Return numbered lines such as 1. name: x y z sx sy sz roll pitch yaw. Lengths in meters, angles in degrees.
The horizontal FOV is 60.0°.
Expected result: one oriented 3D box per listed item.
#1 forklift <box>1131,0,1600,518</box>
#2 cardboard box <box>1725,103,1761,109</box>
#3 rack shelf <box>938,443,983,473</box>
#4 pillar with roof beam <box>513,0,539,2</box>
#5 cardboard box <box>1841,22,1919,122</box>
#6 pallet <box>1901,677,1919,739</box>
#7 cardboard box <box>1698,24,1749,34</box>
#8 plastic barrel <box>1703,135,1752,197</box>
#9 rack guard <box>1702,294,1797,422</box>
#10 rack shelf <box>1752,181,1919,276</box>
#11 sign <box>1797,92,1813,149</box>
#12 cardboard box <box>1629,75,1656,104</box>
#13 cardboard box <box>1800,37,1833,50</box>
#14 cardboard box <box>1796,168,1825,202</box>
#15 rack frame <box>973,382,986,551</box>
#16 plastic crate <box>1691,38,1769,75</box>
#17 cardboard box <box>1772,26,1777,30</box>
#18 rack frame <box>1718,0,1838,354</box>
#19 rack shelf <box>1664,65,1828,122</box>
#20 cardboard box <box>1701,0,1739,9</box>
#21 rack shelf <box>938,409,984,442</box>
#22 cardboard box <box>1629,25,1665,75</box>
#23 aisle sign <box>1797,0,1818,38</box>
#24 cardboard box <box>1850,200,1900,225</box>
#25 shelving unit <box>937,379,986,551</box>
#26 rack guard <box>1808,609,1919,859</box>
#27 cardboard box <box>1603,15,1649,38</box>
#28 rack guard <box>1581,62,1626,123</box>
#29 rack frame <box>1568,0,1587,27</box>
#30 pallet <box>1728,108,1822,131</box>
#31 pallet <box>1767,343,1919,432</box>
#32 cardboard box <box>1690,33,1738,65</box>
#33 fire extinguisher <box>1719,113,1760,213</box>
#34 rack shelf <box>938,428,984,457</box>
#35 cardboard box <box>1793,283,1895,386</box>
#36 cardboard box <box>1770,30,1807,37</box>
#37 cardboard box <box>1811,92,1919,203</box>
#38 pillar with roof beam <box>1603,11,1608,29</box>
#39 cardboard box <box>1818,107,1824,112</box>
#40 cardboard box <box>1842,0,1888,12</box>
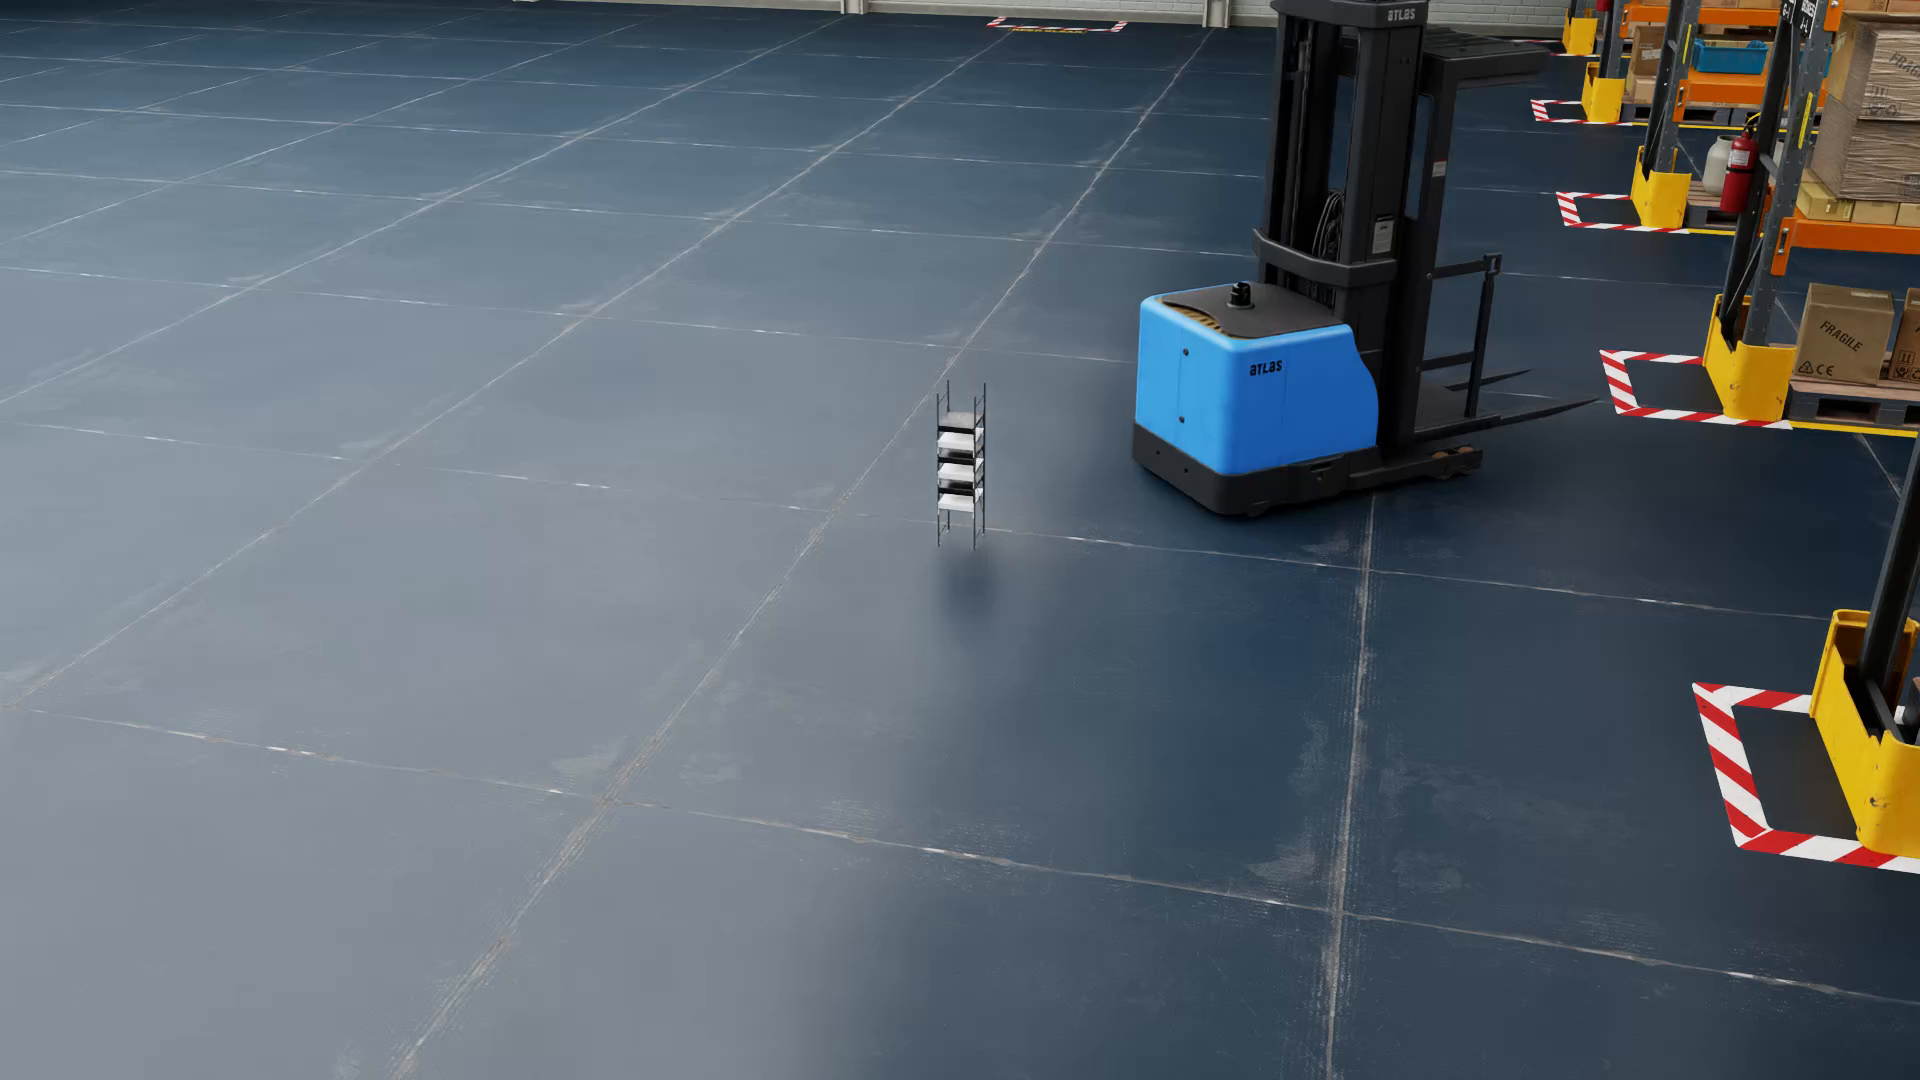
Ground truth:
1. forklift: 2.598 -1.875 9.778 3.031 2.935 1.130 -12 28 -24
2. cardboard box: 9.180 -5.204 19.402 0.500 0.250 0.500 6 26 13
3. rack shelf: 0.008 -0.457 9.030 0.200 0.077 0.258 6 26 13
4. pillar with roof beam: -8.635 -11.703 23.364 0.400 9.000 9.100 6 26 13
5. cardboard box: 5.741 -2.847 10.115 0.500 0.500 0.500 6 26 13
6. pallet: 4.736 0.978 6.951 1.213 0.211 1.003 6 26 13
7. cardboard box: 10.875 -7.373 23.643 0.500 0.500 0.700 5 26 10
8. plastic barrel: 7.166 -3.478 15.471 0.421 0.512 0.421 0 25 0
9. rack guard: 5.349 -1.252 11.297 0.348 0.500 1.175 6 26 13
10. rack shelf: 7.213 -1.849 10.482 4.000 0.370 1.077 6 26 13
11. sign: 5.141 -2.553 10.116 0.005 0.325 0.100 6 26 13
12. cardboard box: 8.211 -5.310 19.624 0.500 0.250 0.500 6 26 13
13. cardboard box: 9.663 -5.487 19.124 0.500 0.500 0.500 6 26 13
14. cardboard box: 5.603 -2.330 10.947 0.250 0.149 0.380 6 26 13
15. rack frame: 0.106 -0.395 9.032 0.006 0.900 0.240 6 26 13
16. plastic crate: 7.069 -4.454 15.289 0.616 0.251 0.499 6 26 13
17. cardboard box: 11.836 -7.311 23.513 0.500 0.500 0.500 4 26 9
18. rack frame: 5.276 -2.388 10.777 0.127 3.000 1.000 6 26 13
19. rack shelf: 8.446 -3.911 14.813 4.000 0.370 1.077 6 26 13
20. cardboard box: 8.705 -6.448 19.187 0.500 0.500 0.700 7 26 14
21. rack shelf: 0.008 -0.619 8.953 0.200 0.077 0.258 6 26 13
22. cardboard box: 8.340 -5.865 19.918 0.500 0.500 0.500 6 26 13
23. aisle sign: 5.141 -3.444 9.970 0.004 0.787 0.394 6 26 13
24. cardboard box: 5.730 -2.110 10.485 0.250 0.149 0.380 6 26 13
25. shelving unit: 0.008 -0.405 9.055 0.210 0.900 0.258 6 26 13
26. rack guard: 3.919 0.792 7.005 0.348 0.500 1.175 6 26 13
27. cardboard box: 9.624 -7.448 24.020 0.500 0.311 0.500 3 26 7
28. rack guard: 7.723 -5.386 19.981 0.348 0.500 1.175 6 26 13
29. rack frame: 8.977 -8.575 23.771 0.127 3.000 1.000 6 26 13
30. pallet: 9.676 -5.057 19.627 1.213 0.211 1.003 6 26 13
31. pallet: 6.127 -1.019 11.146 1.213 0.211 1.003 6 26 13
32. cardboard box: 8.695 -5.596 19.352 0.500 0.500 0.500 6 26 13
33. fire extinguisher: 5.280 -2.557 11.222 0.183 0.674 0.296 6 26 13
34. rack shelf: 0.008 -0.538 8.992 0.200 0.077 0.258 6 26 13
35. cardboard box: 5.876 -1.375 11.069 0.500 0.500 0.500 11 28 23
36. cardboard box: 9.796 -5.710 19.592 0.500 0.500 0.500 6 26 13
37. cardboard box: 5.802 -2.497 10.544 0.500 0.500 0.875 6 26 13
38. pillar with roof beam: 8.798 -9.776 19.316 0.400 9.000 9.100 6 26 13
39. cardboard box: 10.147 -5.096 19.174 0.500 0.250 0.500 6 26 13
40. cardboard box: 10.192 -6.283 18.841 0.500 0.500 0.700 7 26 14
